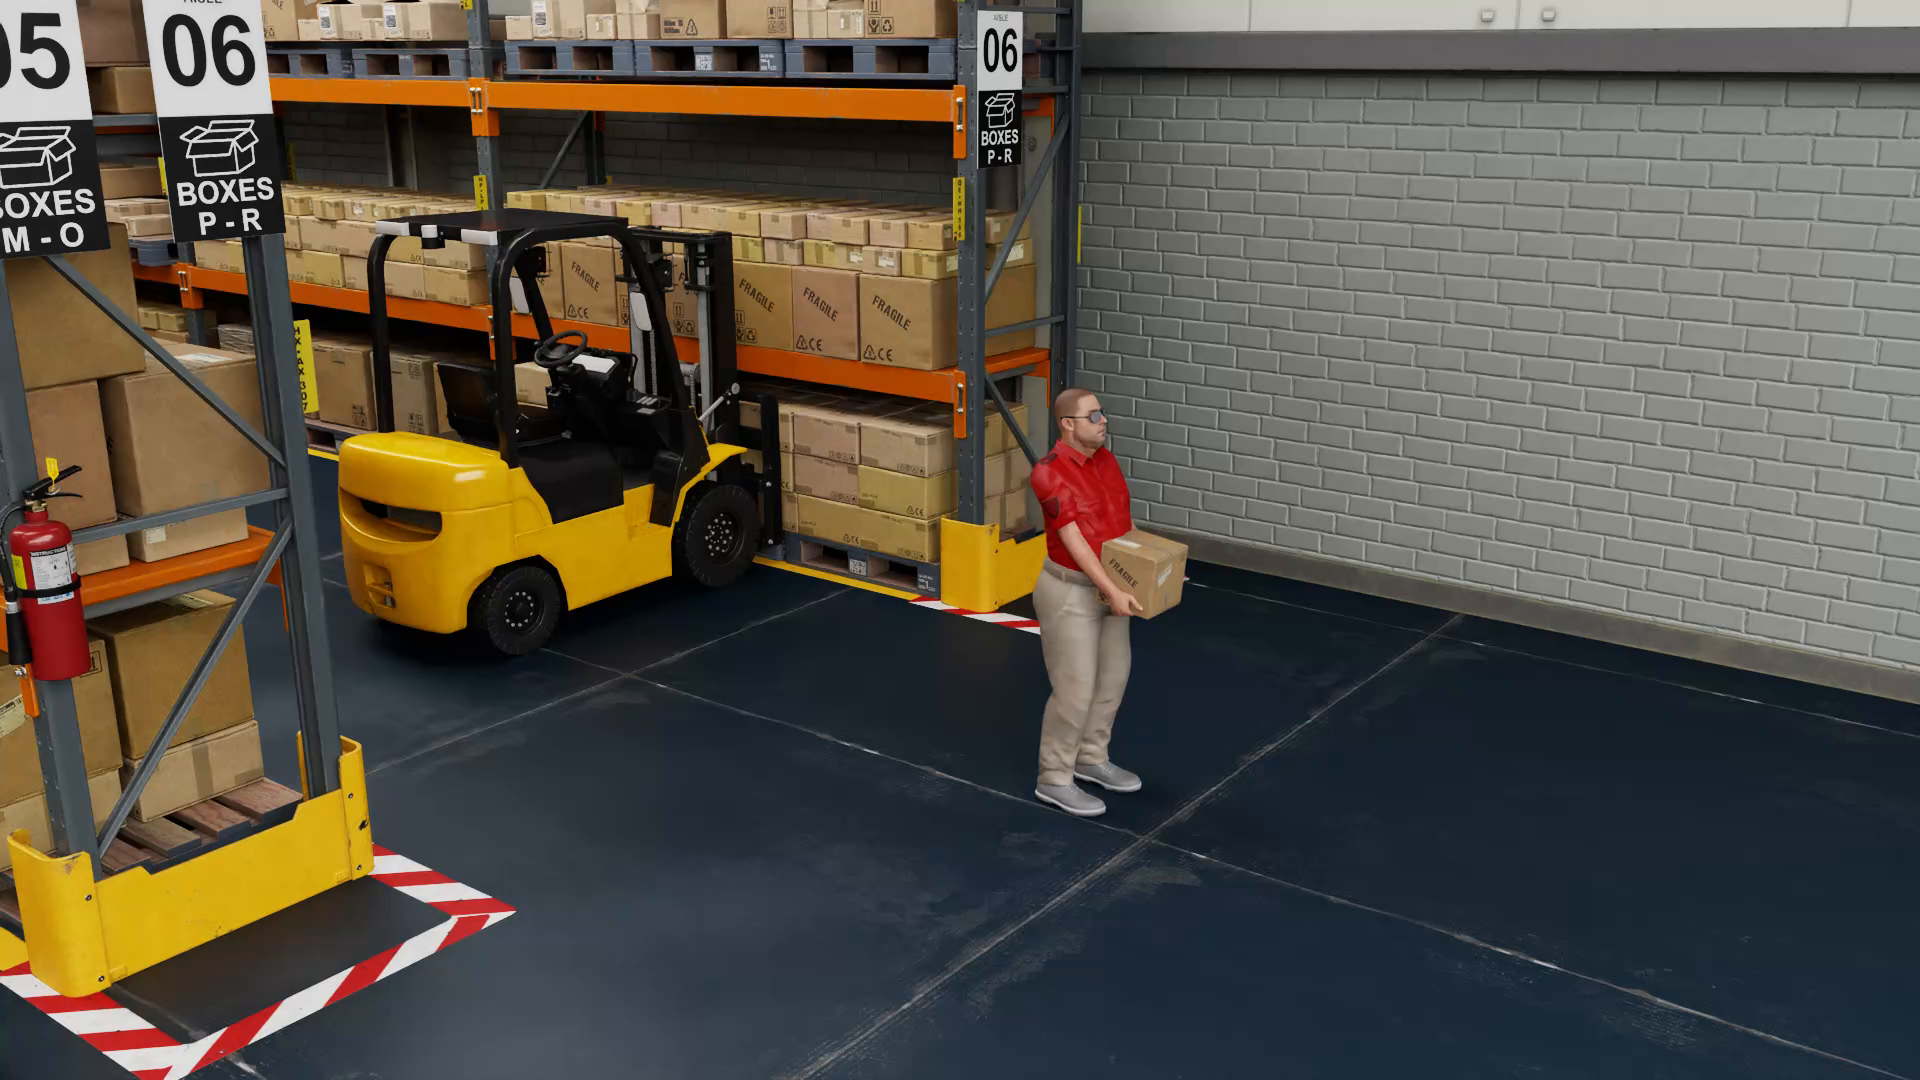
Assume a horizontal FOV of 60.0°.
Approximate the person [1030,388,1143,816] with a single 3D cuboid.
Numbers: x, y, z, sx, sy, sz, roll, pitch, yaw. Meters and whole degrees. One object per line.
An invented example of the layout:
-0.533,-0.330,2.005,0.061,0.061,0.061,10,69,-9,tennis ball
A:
0.588,0.250,6.740,0.531,1.712,0.493,12,20,35,person
